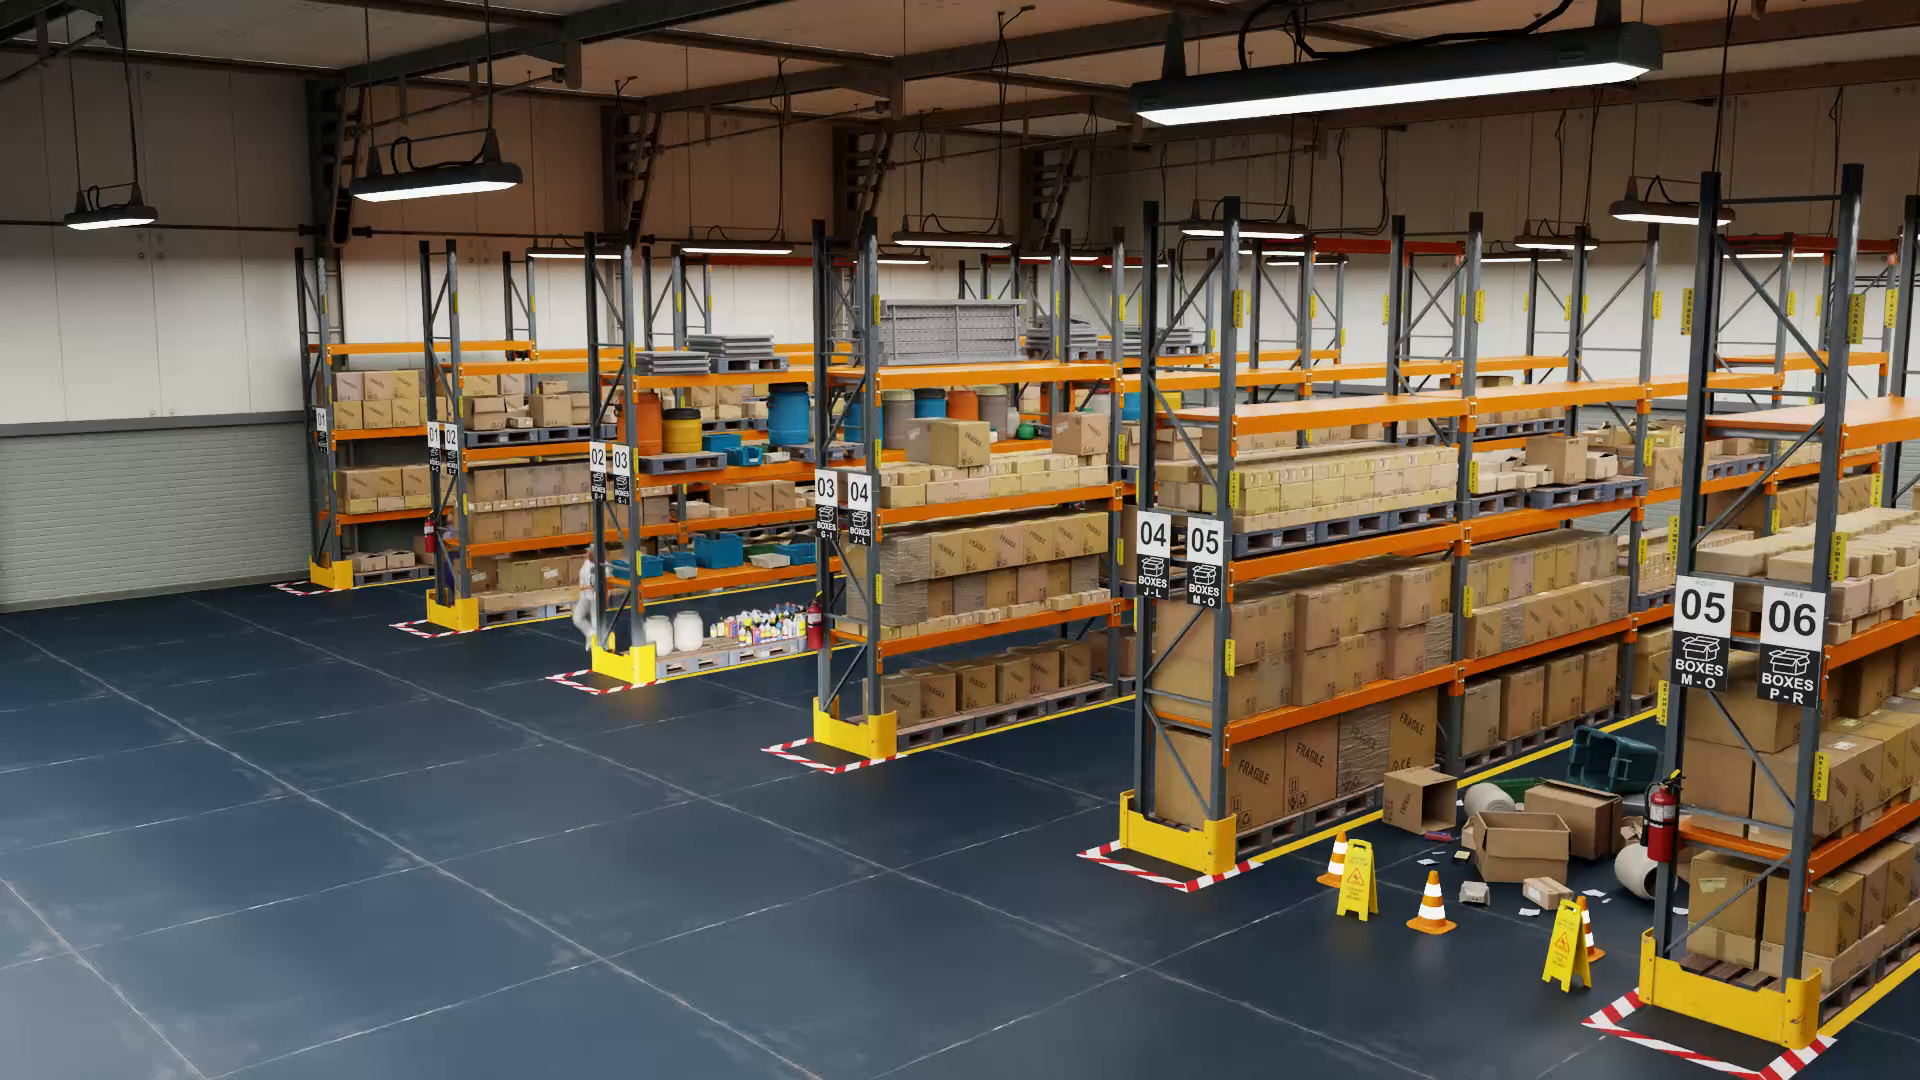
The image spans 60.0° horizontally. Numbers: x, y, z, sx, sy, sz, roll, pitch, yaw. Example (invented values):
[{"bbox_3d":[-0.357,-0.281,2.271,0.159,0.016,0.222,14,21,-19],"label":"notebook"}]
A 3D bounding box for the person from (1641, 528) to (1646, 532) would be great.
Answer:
[{"bbox_3d":[10.415,0.635,25.532,0.901,1.648,0.592,-6,10,-34],"label":"person"}]

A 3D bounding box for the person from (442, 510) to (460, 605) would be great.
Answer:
[{"bbox_3d":[-8.482,0.299,27.908,0.533,1.597,0.635,-7,11,-39],"label":"person"}]

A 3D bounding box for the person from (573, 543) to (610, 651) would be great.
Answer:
[{"bbox_3d":[-5.286,0.839,24.123,0.612,1.633,0.604,6,10,34],"label":"person"}]
